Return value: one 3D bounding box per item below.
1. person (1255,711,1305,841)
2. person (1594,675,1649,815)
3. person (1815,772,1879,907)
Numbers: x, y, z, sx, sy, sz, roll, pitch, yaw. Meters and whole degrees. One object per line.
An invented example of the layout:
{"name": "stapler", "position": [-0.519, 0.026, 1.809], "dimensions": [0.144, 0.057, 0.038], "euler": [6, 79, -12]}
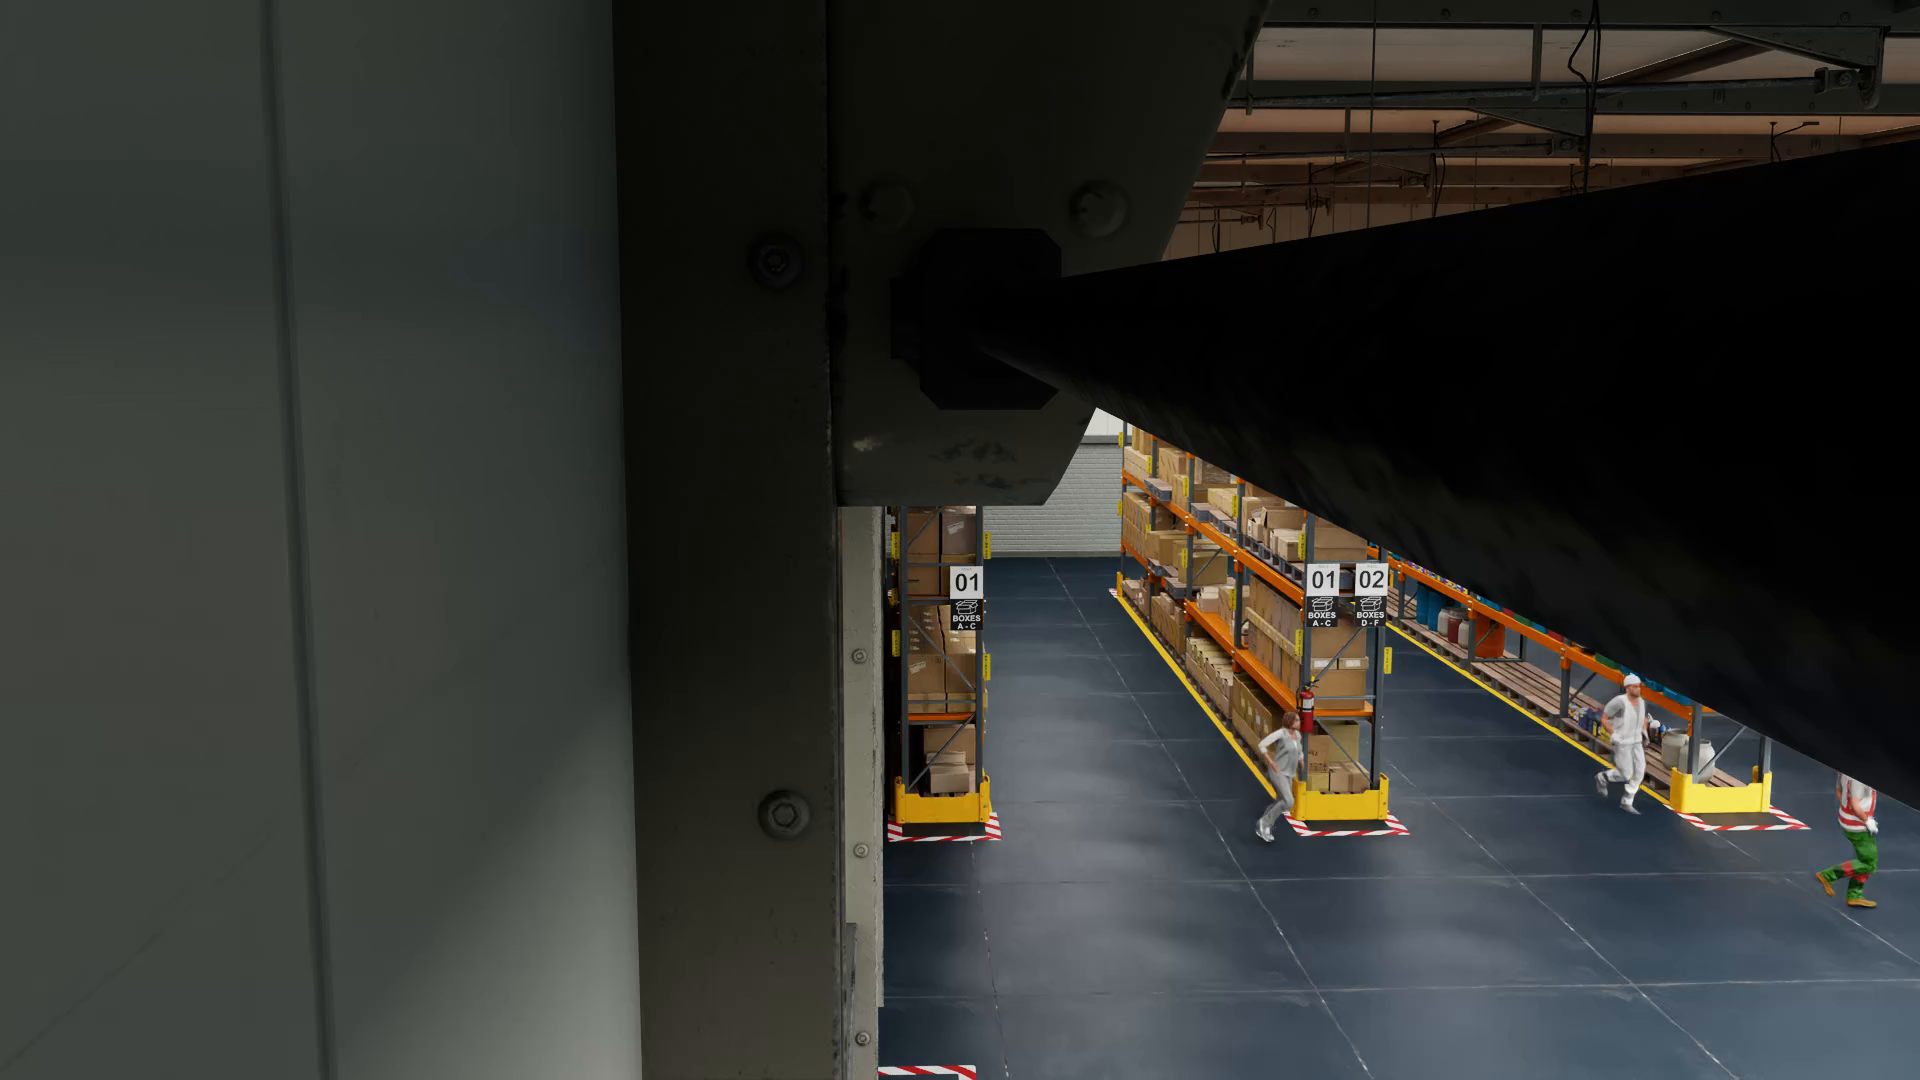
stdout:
{"name": "person", "position": [3.847, 2.808, 19.753], "dimensions": [0.568, 1.533, 0.563], "euler": [-8, 11, -44]}
{"name": "person", "position": [8.355, 2.546, 20.988], "dimensions": [0.700, 1.776, 0.610], "euler": [-3, 9, -23]}
{"name": "person", "position": [9.414, 3.015, 17.584], "dimensions": [0.625, 1.750, 0.666], "euler": [2, 8, 16]}
